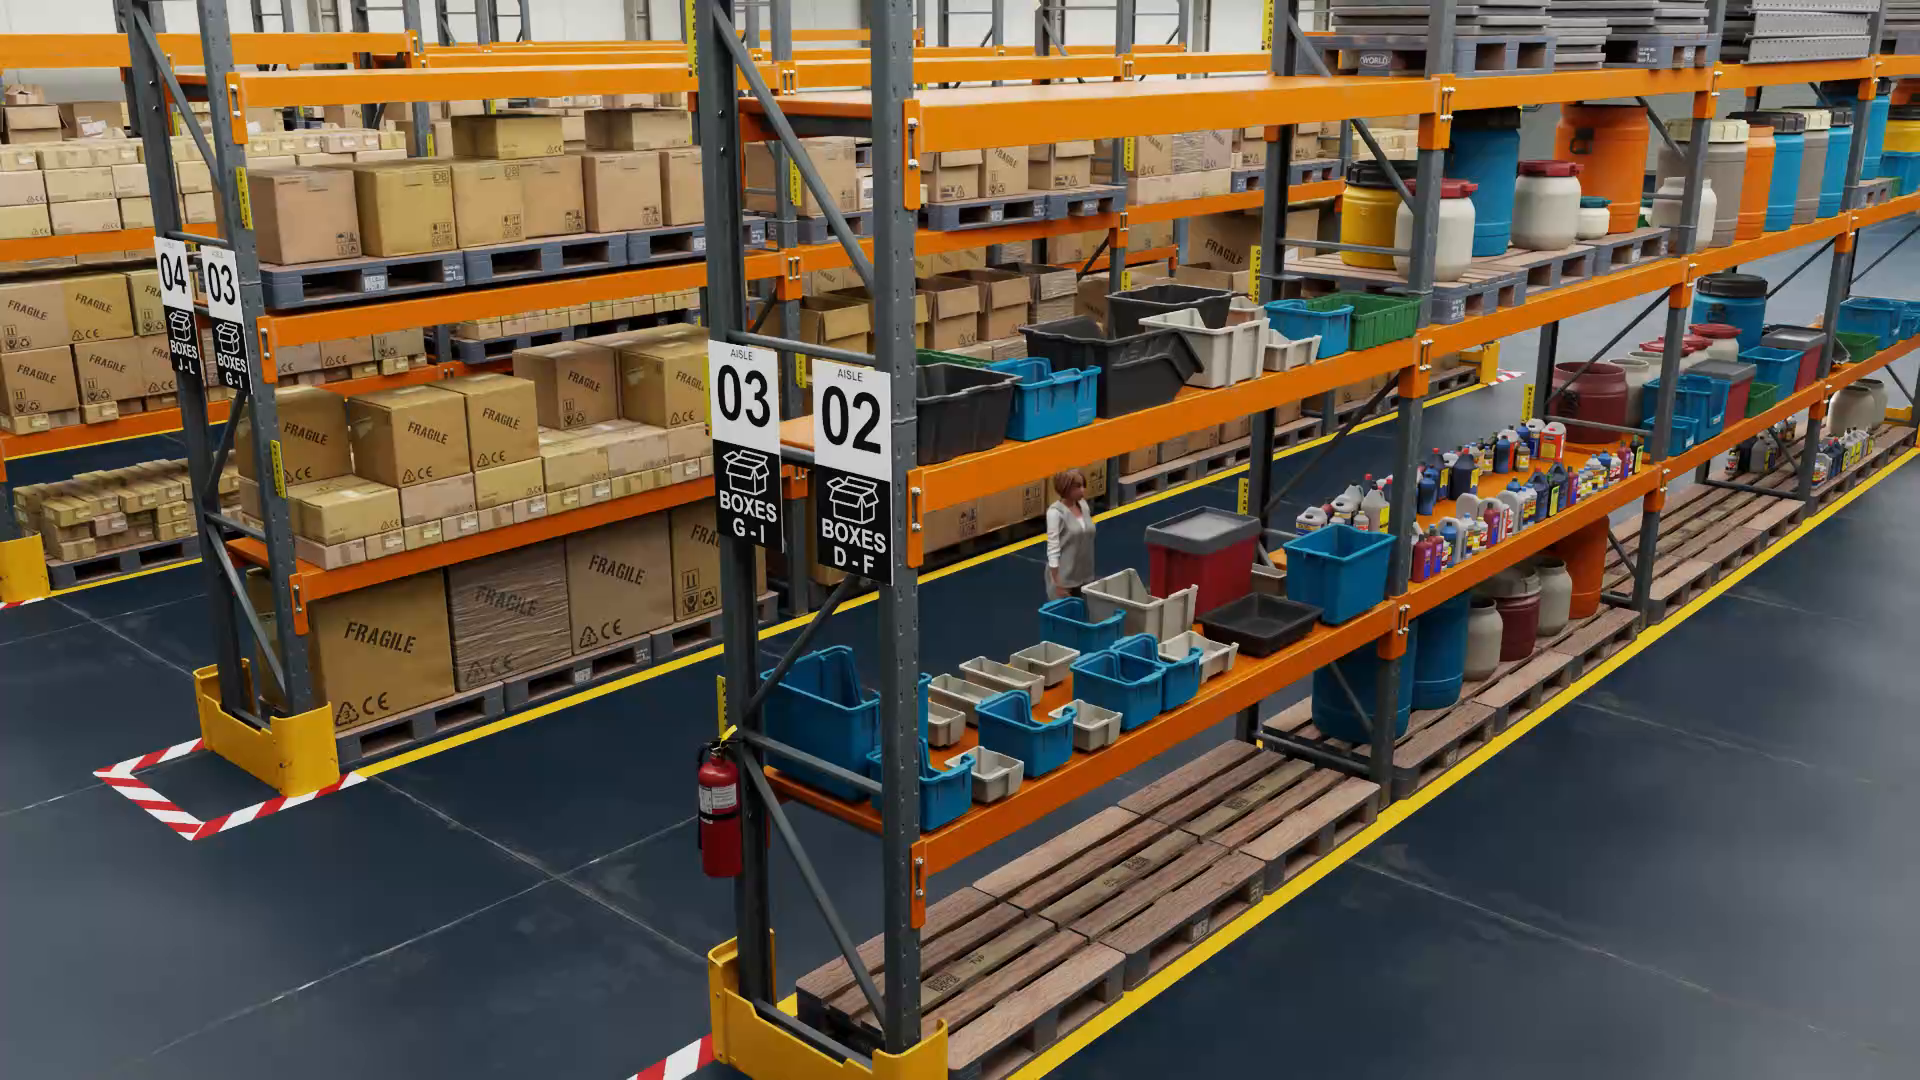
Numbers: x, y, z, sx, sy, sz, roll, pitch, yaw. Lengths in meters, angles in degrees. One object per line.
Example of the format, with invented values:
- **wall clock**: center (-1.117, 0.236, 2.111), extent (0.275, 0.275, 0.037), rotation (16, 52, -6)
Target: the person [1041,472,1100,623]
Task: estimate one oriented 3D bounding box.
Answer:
- **person**: center (0.745, 0.302, 11.171), extent (0.353, 1.556, 0.420), rotation (15, 23, 41)
